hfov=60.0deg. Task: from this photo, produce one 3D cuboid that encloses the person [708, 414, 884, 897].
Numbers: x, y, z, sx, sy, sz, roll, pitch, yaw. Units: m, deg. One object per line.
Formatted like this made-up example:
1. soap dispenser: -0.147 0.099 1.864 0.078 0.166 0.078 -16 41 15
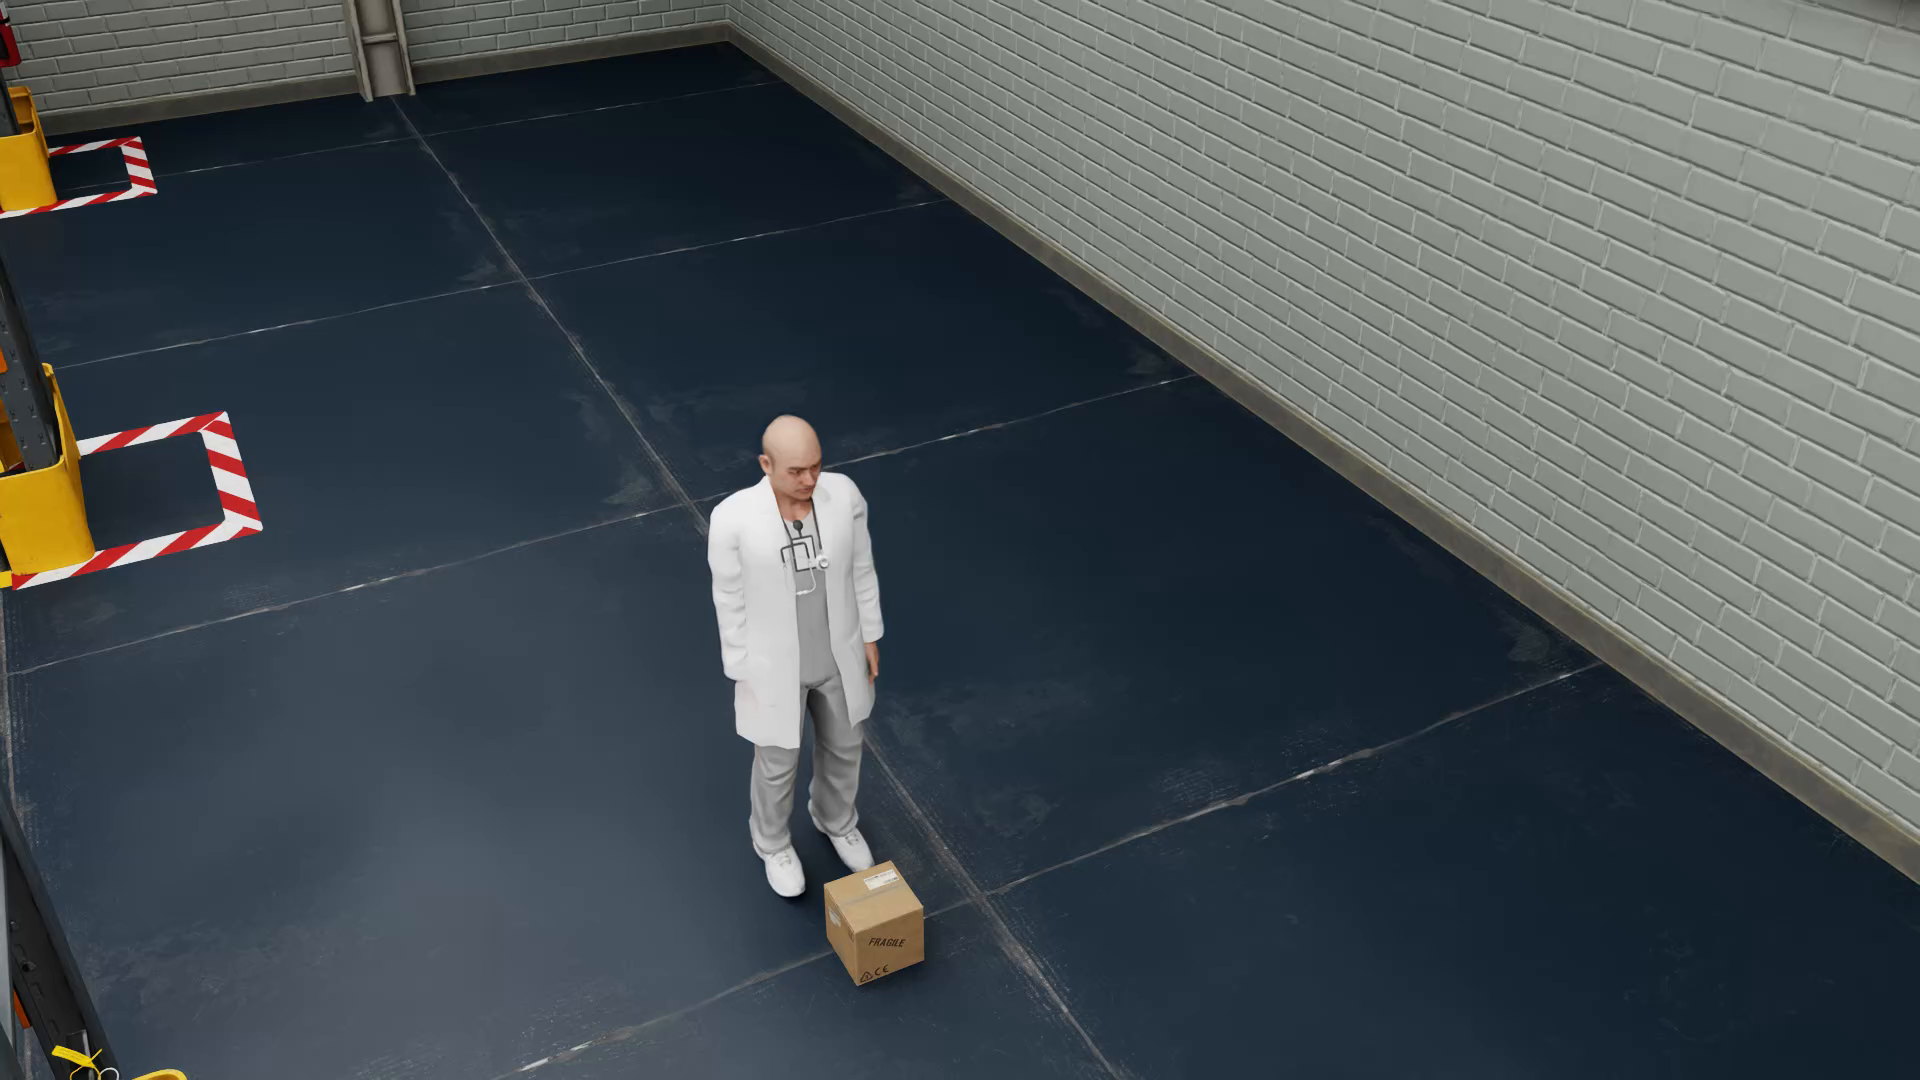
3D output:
1. person: -0.513 0.395 5.549 0.562 1.784 0.388 -15 36 -22
